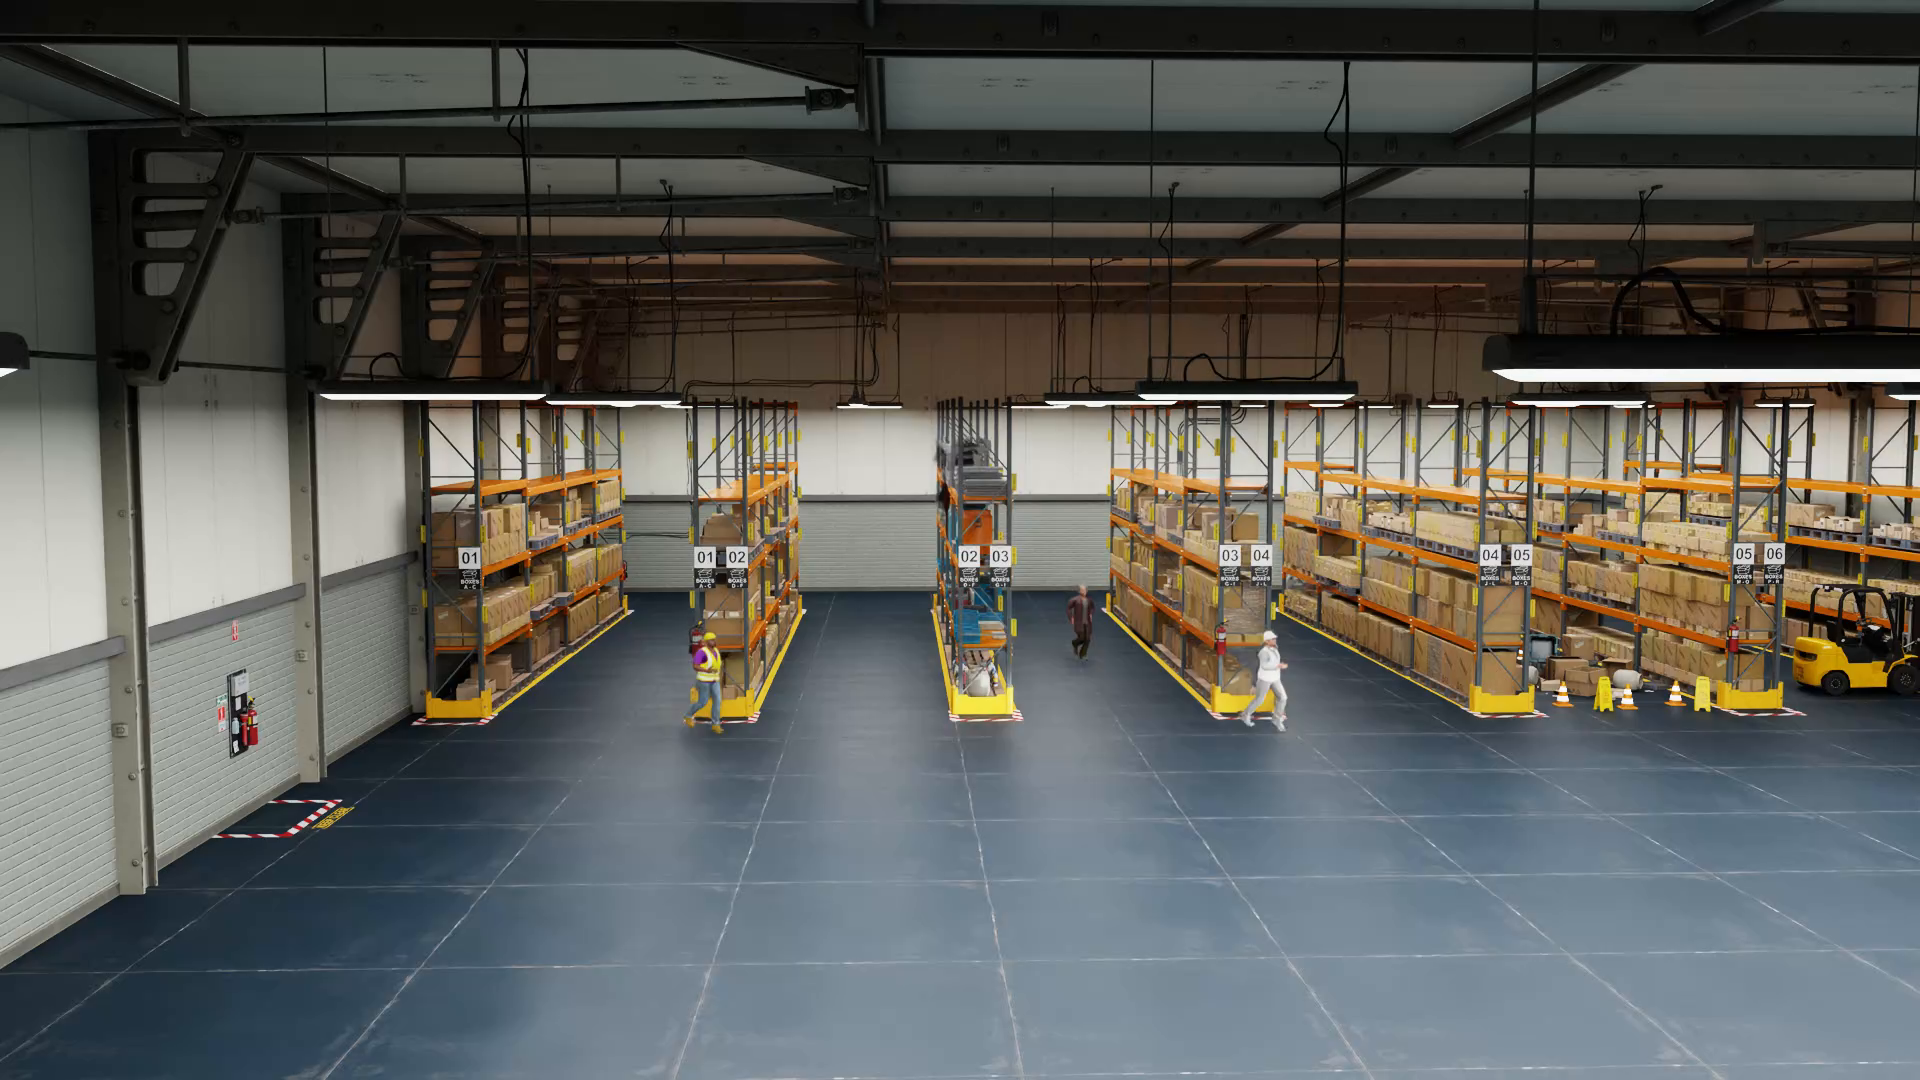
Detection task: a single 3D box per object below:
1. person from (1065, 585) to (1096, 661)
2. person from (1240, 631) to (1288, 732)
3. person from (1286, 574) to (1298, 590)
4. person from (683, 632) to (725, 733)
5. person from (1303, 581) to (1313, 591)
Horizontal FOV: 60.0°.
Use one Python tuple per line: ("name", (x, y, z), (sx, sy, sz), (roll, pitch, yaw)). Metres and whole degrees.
("person", (2.804, 1.907, 38.234), (0.722, 1.729, 0.647), (-2, 5, -21))
("person", (5.520, 2.532, 29.916), (0.898, 1.822, 0.662), (4, 6, 41))
("person", (9.797, 1.132, 49.022), (0.479, 1.649, 0.673), (2, 5, 27))
("person", (-4.528, 2.537, 29.803), (0.897, 1.779, 0.715), (3, 5, 34))
("person", (10.373, 1.120, 48.977), (0.729, 1.743, 0.594), (0, 4, -2))
